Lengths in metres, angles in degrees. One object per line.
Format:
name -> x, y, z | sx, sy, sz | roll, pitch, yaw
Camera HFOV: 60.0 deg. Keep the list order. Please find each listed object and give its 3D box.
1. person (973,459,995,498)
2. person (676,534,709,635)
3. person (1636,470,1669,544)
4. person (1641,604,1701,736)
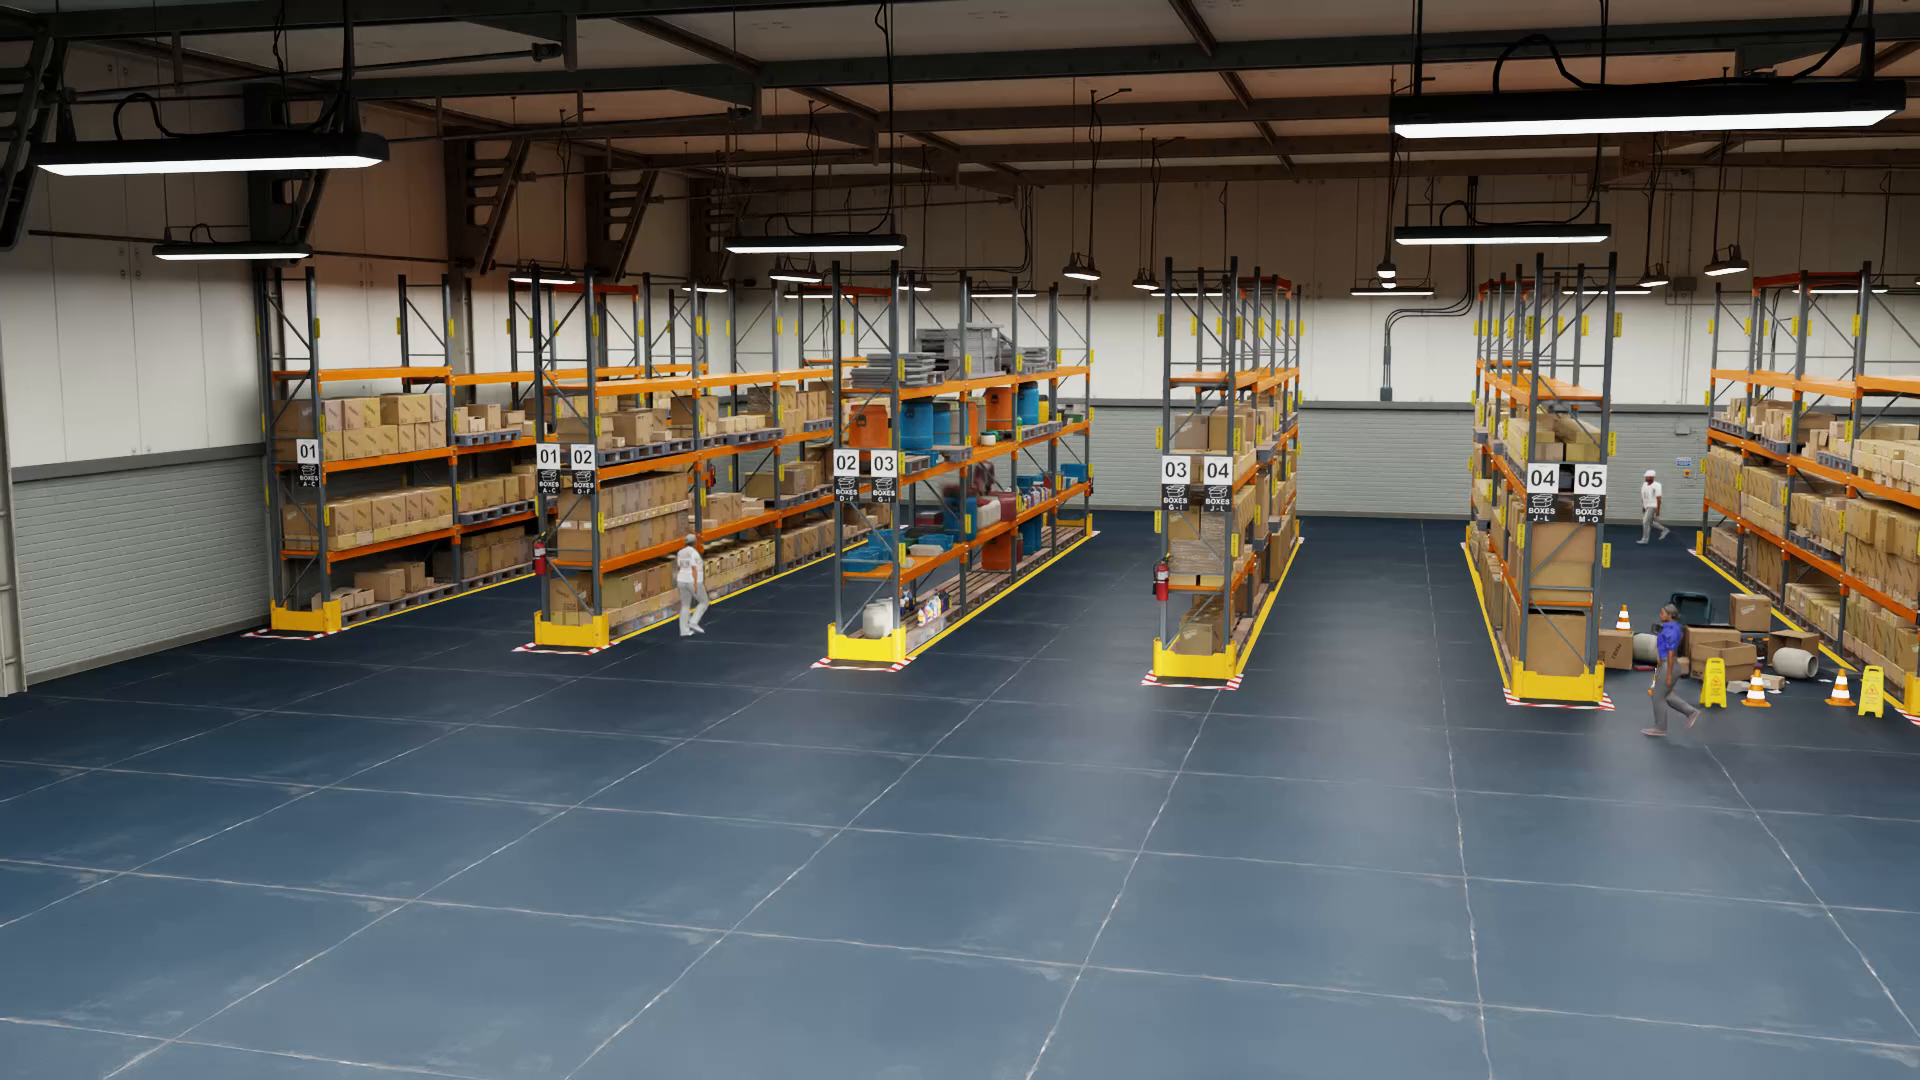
person -> 0.608, -1.482, 44.235 | 0.570, 1.741, 0.982 | -5, 9, -36
person -> -4.405, 0.727, 27.246 | 0.538, 1.650, 0.493 | 4, 8, 27
person -> 16.159, -0.775, 38.750 | 0.881, 1.740, 0.568 | -1, 7, -5
person -> 8.755, 1.594, 20.388 | 0.671, 1.637, 0.455 | 3, 8, 22
